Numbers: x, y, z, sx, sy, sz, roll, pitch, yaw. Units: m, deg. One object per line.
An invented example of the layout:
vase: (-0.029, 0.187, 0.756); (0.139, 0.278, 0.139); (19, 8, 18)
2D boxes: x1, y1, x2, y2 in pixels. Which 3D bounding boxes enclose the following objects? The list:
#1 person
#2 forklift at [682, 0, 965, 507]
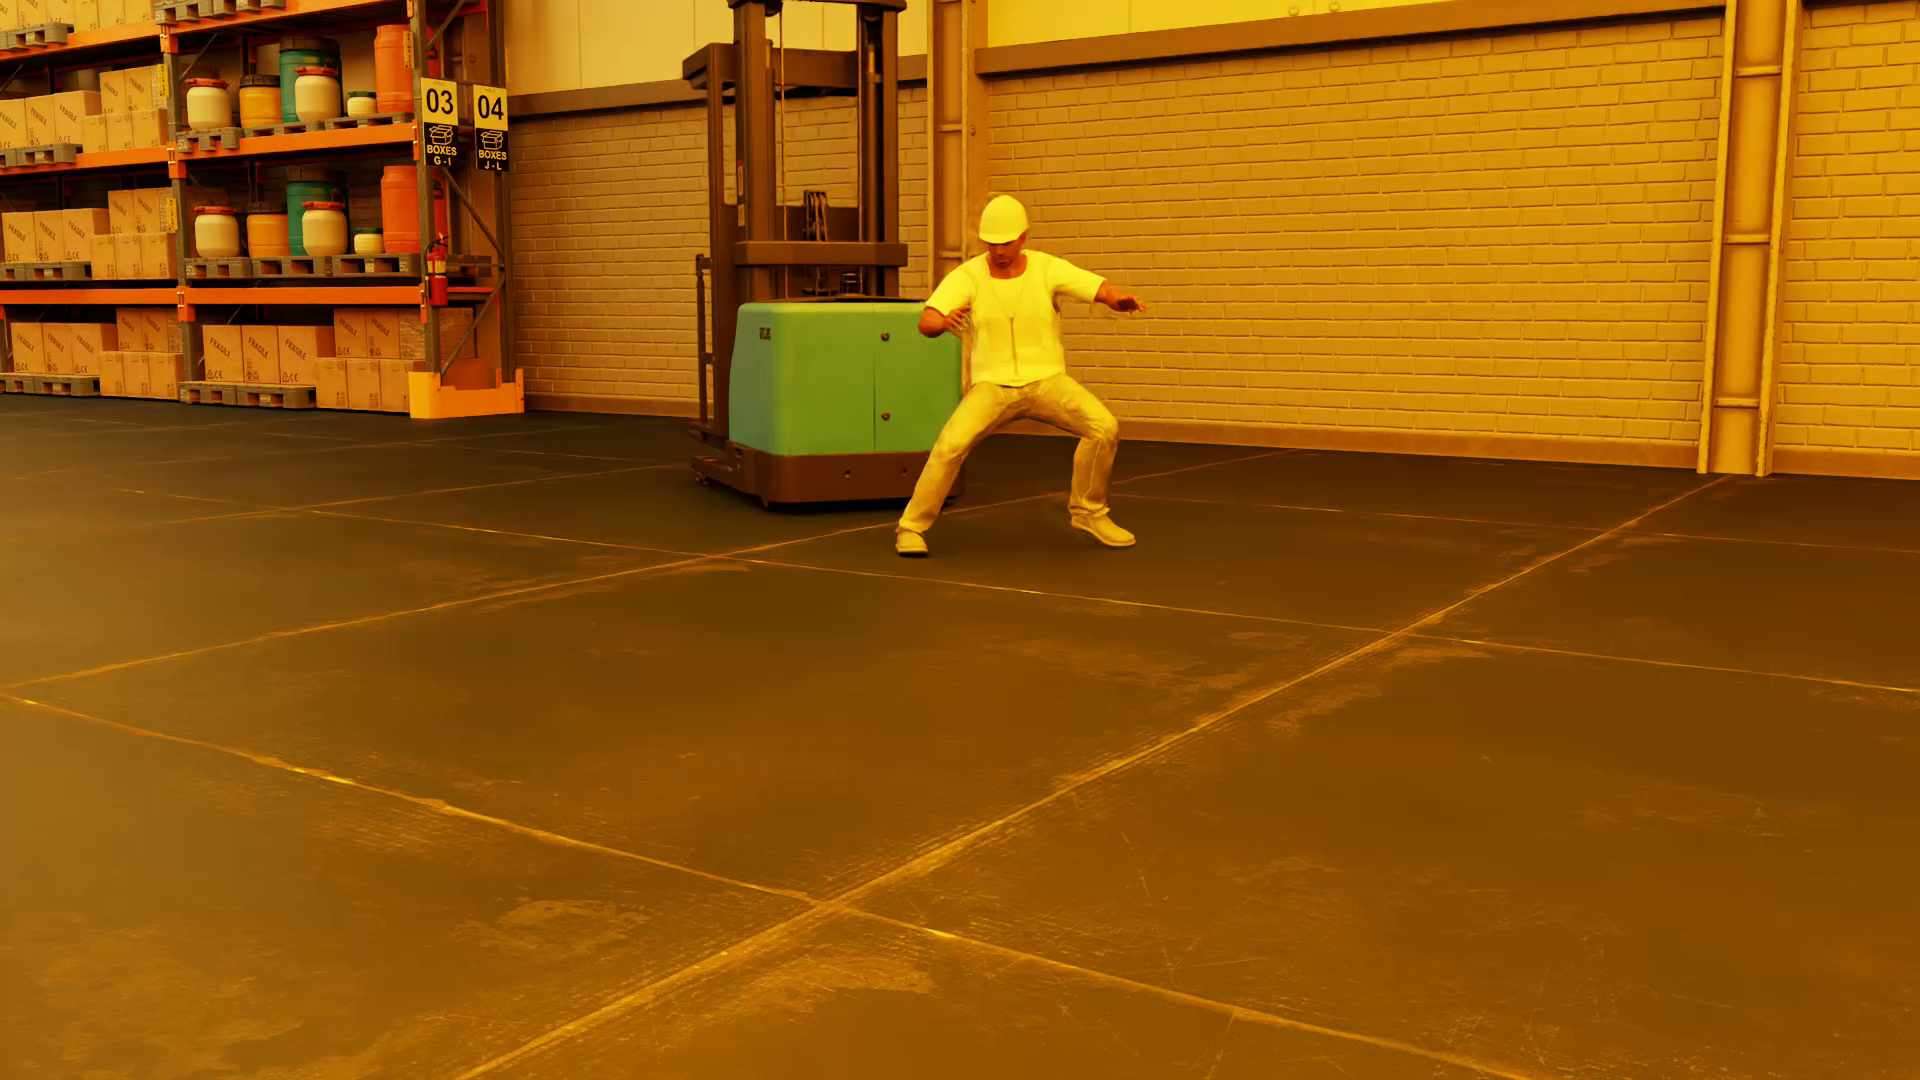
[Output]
person: (0.254, -0.710, 7.170); (1.072, 1.534, 0.756); (1, 8, 4)
forklift: (-0.983, -1.788, 9.769); (1.130, 2.935, 3.031); (-3, 9, -21)
